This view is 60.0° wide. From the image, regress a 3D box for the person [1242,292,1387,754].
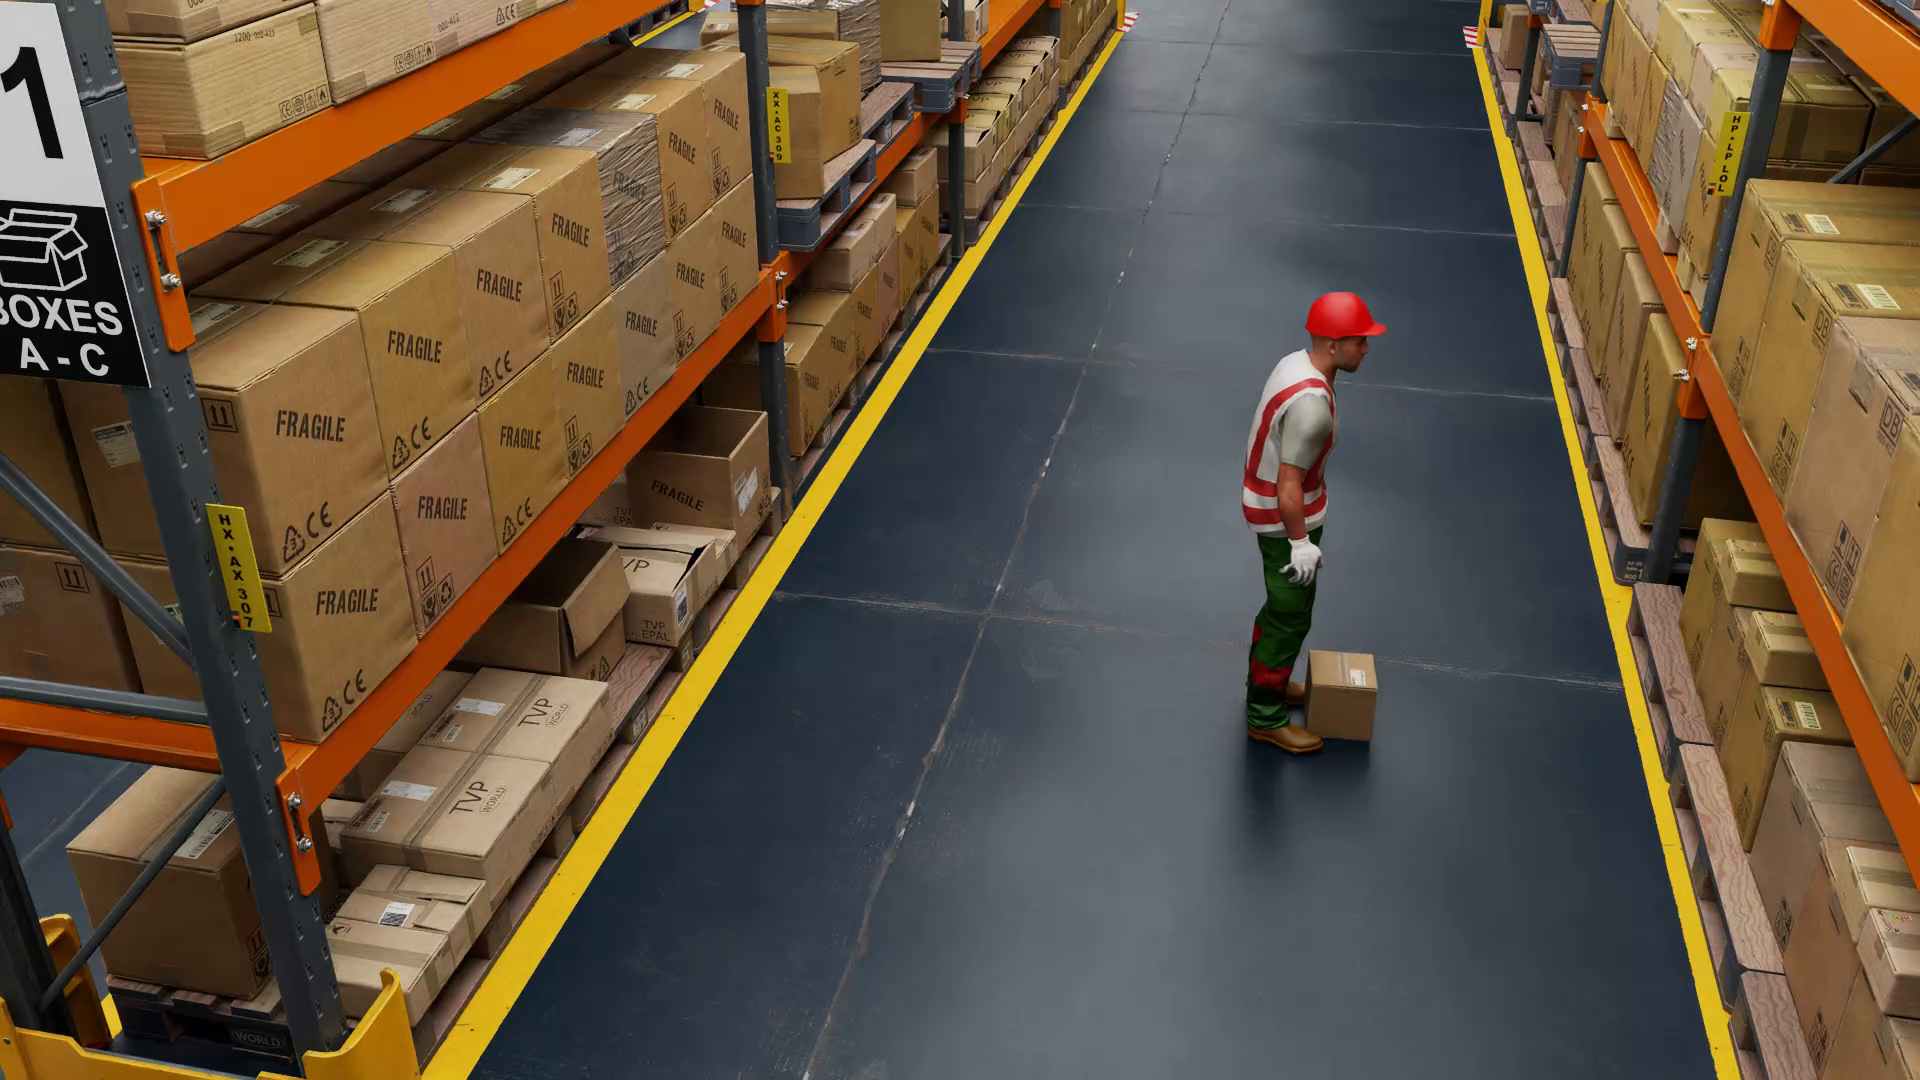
[{"bbox_3d":[1.281,-0.079,6.253,0.453,1.779,0.608,6,29,10],"label":"person"}]
